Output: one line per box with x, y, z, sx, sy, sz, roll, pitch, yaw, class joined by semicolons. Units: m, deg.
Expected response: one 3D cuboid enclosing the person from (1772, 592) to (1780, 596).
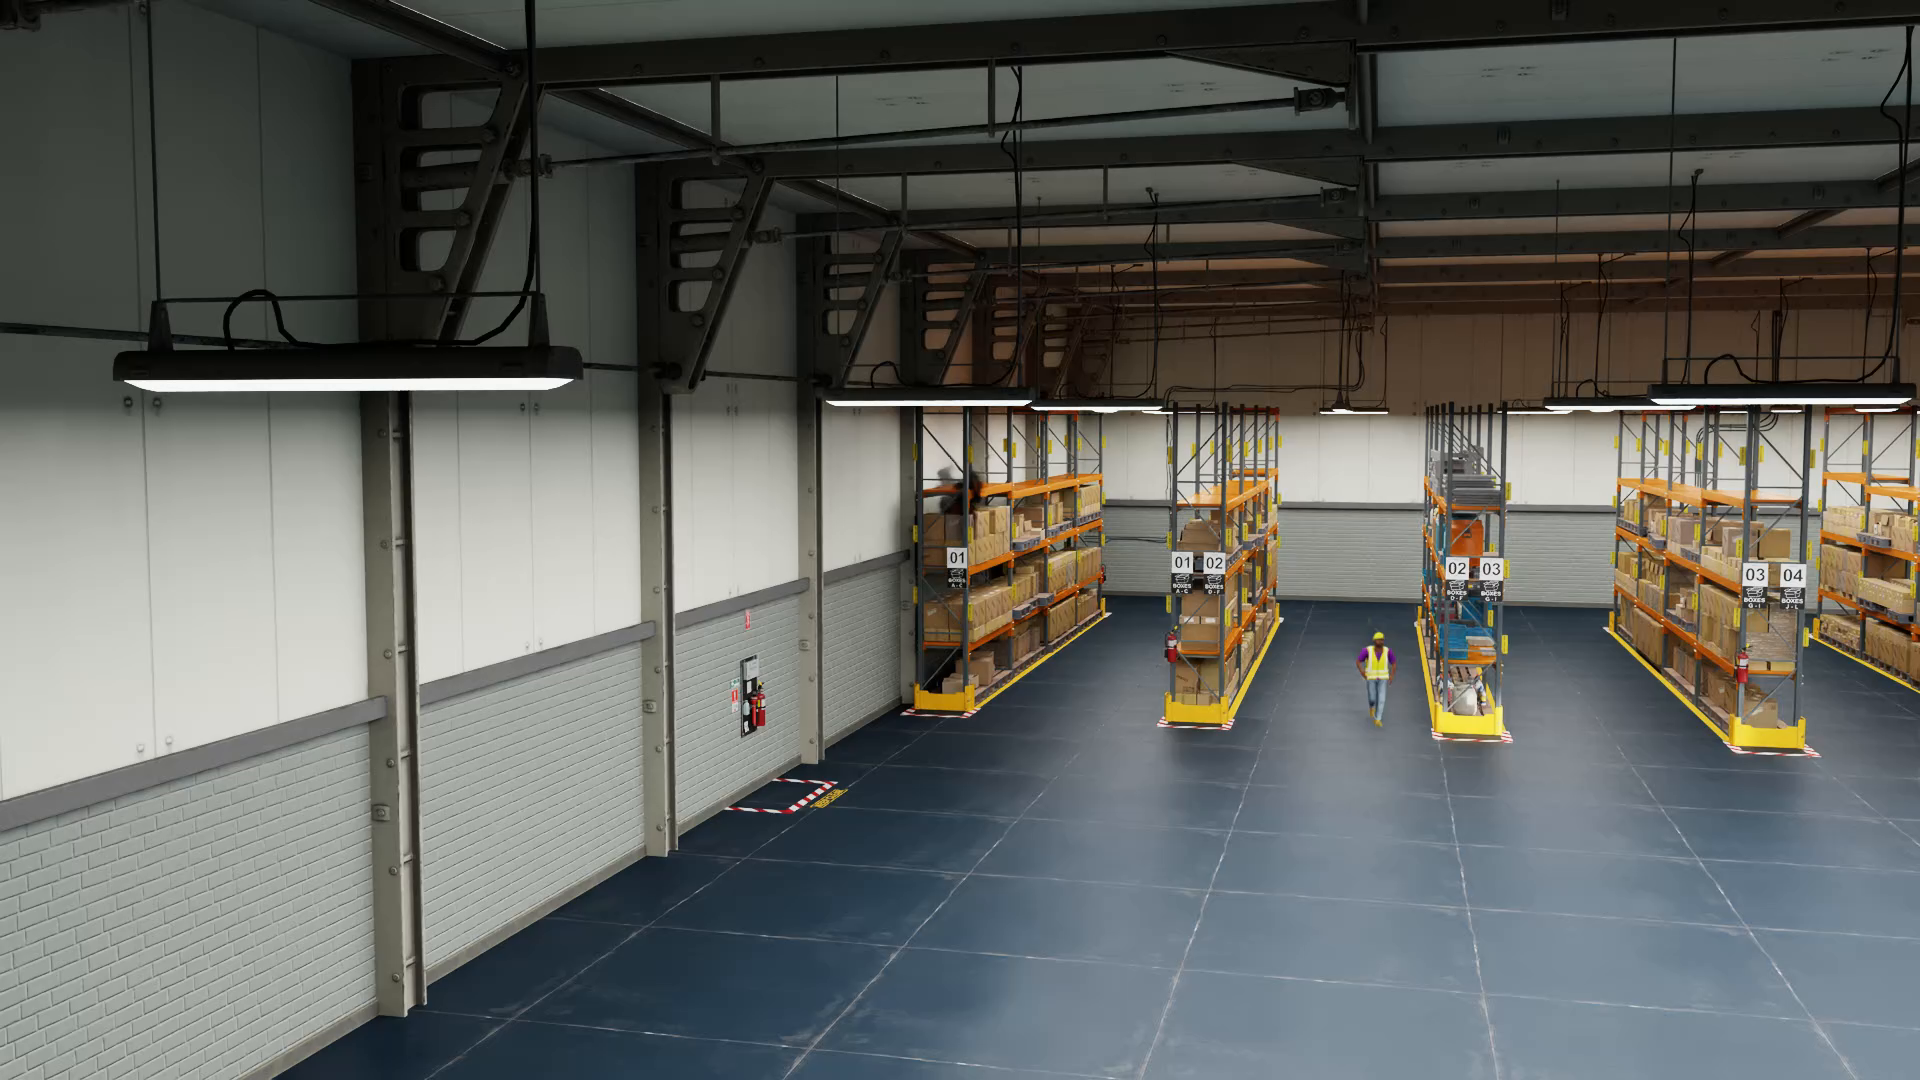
20.930;1.663;43.156;0.733;1.783;0.887;2;5;30;person

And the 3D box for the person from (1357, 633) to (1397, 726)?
7.768;2.582;30.975;0.734;1.731;0.551;1;4;9;person
